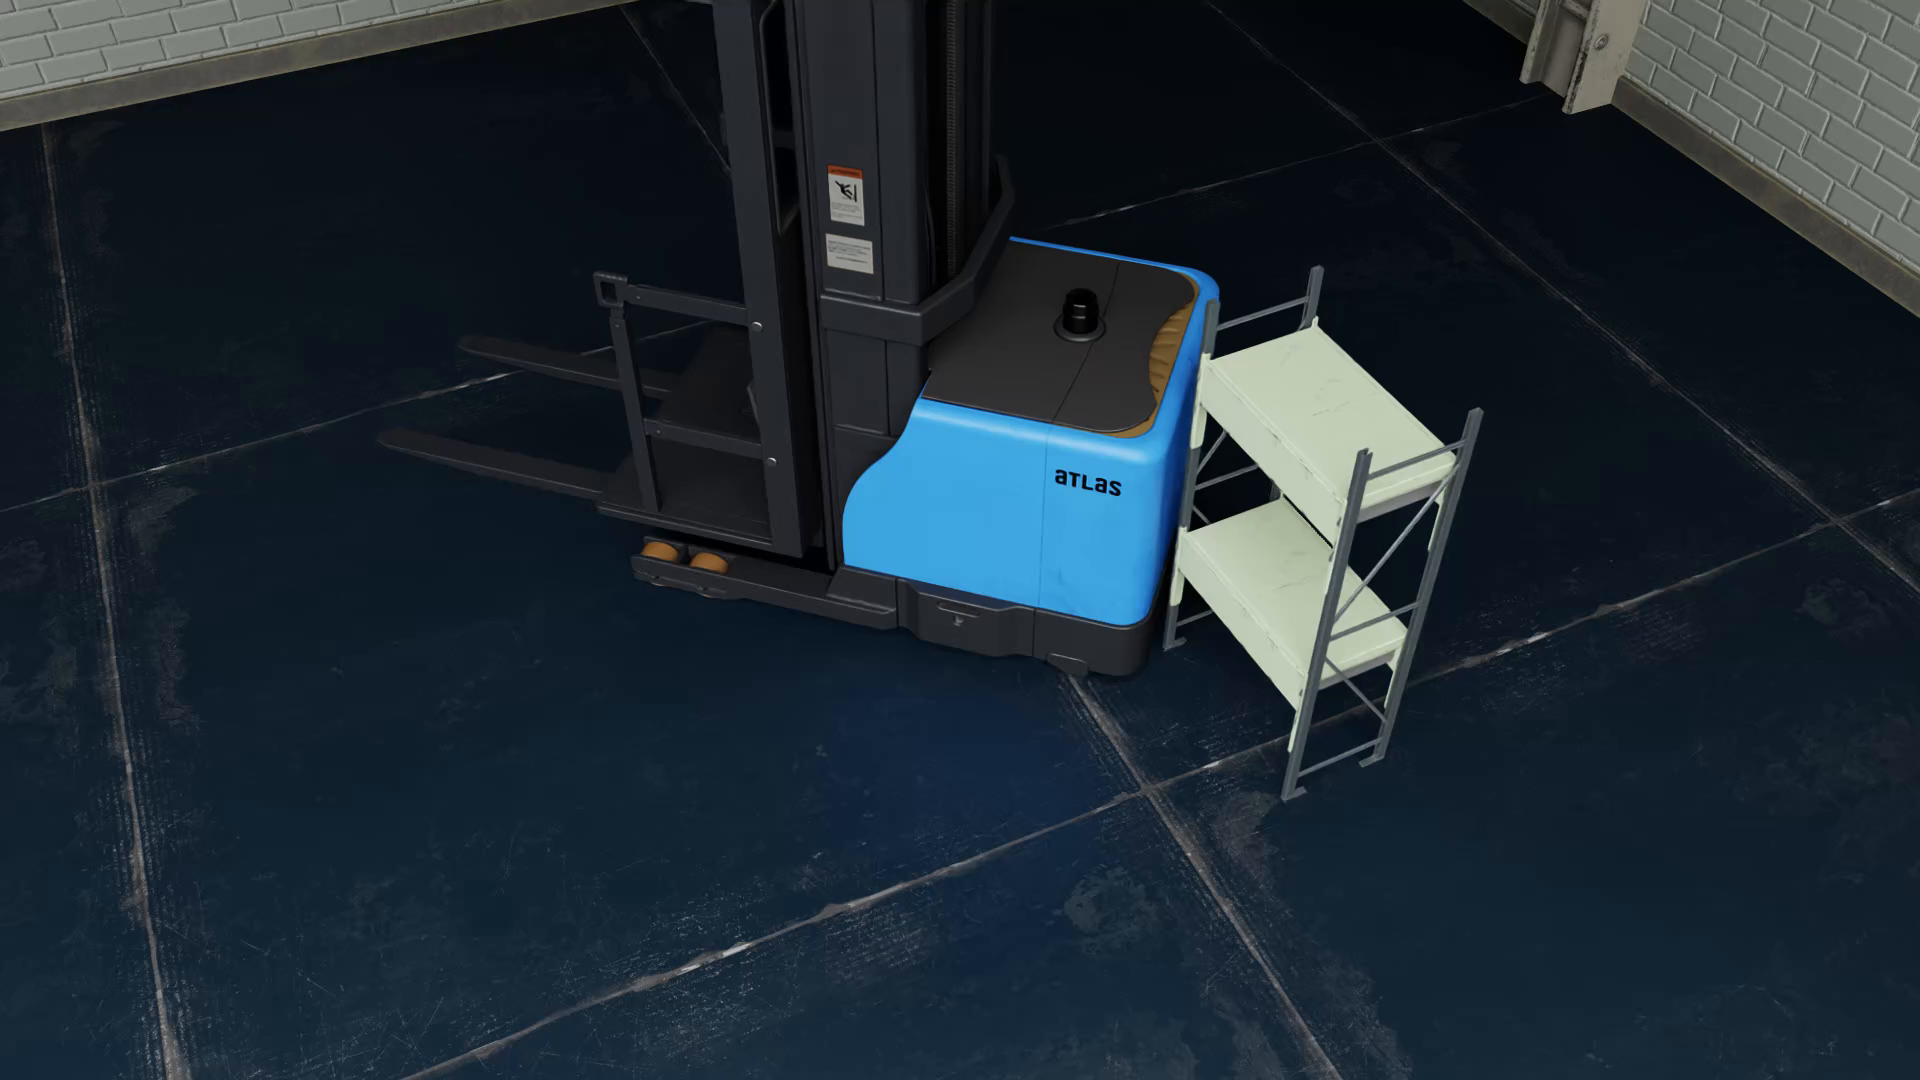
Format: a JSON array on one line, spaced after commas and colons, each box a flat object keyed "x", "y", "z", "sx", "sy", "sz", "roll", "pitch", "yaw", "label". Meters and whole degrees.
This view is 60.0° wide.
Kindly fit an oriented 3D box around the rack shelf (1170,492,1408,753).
[{"x": 1.061, "y": 0.248, "z": 5.395, "sx": 0.431, "sy": 0.370, "sz": 0.720, "roll": -19, "pitch": 48, "yaw": -19, "label": "rack shelf"}]

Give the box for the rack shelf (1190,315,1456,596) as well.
[{"x": 1.061, "y": -0.262, "z": 4.892, "sx": 0.431, "sy": 0.370, "sz": 0.720, "roll": -19, "pitch": 48, "yaw": -19, "label": "rack shelf"}]

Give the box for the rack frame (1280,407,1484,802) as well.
[{"x": 1.224, "y": 0.246, "z": 4.933, "sx": 0.400, "sy": 1.500, "sz": 0.023, "roll": -19, "pitch": 48, "yaw": -19, "label": "rack frame"}]

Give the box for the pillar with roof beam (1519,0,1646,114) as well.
[{"x": -0.764, "y": -4.261, "z": 4.162, "sx": 9.100, "sy": 9.000, "sz": 0.400, "roll": -18, "pitch": 47, "yaw": -17, "label": "pillar with roof beam"}]

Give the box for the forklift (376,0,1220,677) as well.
[{"x": -0.679, "y": -1.175, "z": 5.354, "sx": 3.031, "sy": 2.935, "sz": 1.130, "roll": 12, "pitch": 46, "yaw": 12, "label": "forklift"}]

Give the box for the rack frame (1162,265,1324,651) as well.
[{"x": 0.897, "y": -0.214, "z": 5.399, "sx": 0.400, "sy": 1.500, "sz": 0.023, "roll": -19, "pitch": 48, "yaw": -19, "label": "rack frame"}]

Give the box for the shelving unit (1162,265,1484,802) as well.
[{"x": 1.061, "y": 0.016, "z": 5.166, "sx": 0.431, "sy": 1.500, "sz": 0.755, "roll": -19, "pitch": 48, "yaw": -19, "label": "shelving unit"}]
